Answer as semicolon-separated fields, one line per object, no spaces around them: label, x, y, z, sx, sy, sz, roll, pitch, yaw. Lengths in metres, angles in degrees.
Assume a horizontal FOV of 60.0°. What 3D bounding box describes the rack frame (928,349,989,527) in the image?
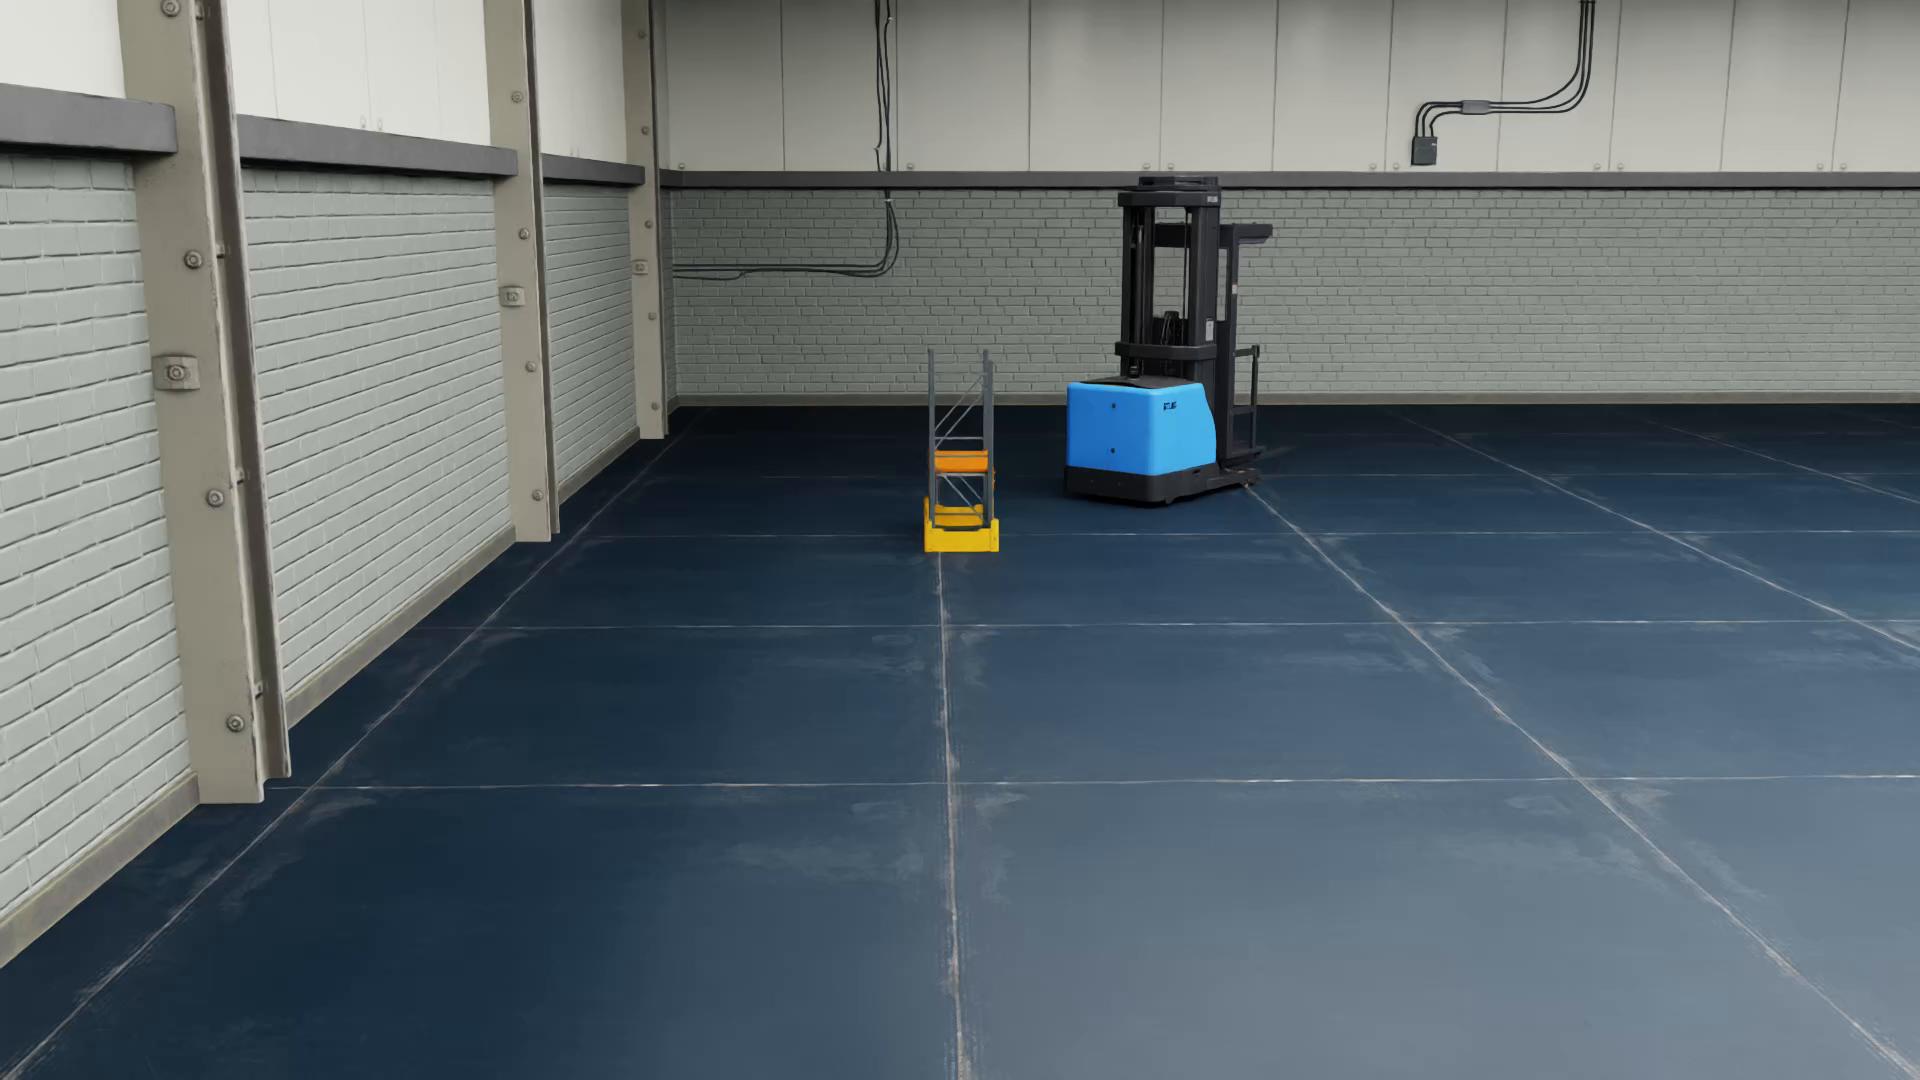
rack frame;-0.012;-0.853;13.992;0.500;1.500;0.032;0;11;-1

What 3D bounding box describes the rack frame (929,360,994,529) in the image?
rack frame;0.009;-0.651;12.995;0.500;1.500;0.032;0;11;-1

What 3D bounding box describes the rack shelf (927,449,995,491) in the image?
rack shelf;-0.002;-0.576;13.529;0.538;0.185;1.000;0;11;-1

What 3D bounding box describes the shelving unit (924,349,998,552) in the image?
shelving unit;-0.002;-0.750;13.485;0.587;1.500;1.083;0;11;-1

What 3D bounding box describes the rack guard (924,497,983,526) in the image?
rack guard;-0.012;-0.237;14.097;0.587;0.250;0.087;0;11;-1

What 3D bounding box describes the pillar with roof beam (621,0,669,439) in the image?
pillar with roof beam;0.690;-5.647;18.761;9.100;9.000;0.400;0;11;-1

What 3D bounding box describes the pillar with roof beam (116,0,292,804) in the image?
pillar with roof beam;0.938;-3.262;7.003;9.100;9.000;0.400;0;11;-1

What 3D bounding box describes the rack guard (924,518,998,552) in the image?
rack guard;0.009;-0.039;13.121;0.587;0.250;0.087;0;11;-1

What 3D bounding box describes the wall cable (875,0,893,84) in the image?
wall cable;0.352;-7.185;21.448;3.097;2.526;0.112;0;11;-1

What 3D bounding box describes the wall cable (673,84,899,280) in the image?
wall cable;-2.353;-4.699;21.895;3.097;2.526;0.112;0;11;-1

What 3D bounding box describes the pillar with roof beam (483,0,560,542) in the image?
pillar with roof beam;0.814;-4.454;12.882;9.100;9.000;0.400;0;11;-1

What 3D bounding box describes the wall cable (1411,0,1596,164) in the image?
wall cable;7.139;-7.923;21.425;2.305;6.003;0.169;0;11;-1

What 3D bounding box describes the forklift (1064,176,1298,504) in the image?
forklift;2.288;-1.997;16.031;1.130;2.935;3.031;9;15;38
